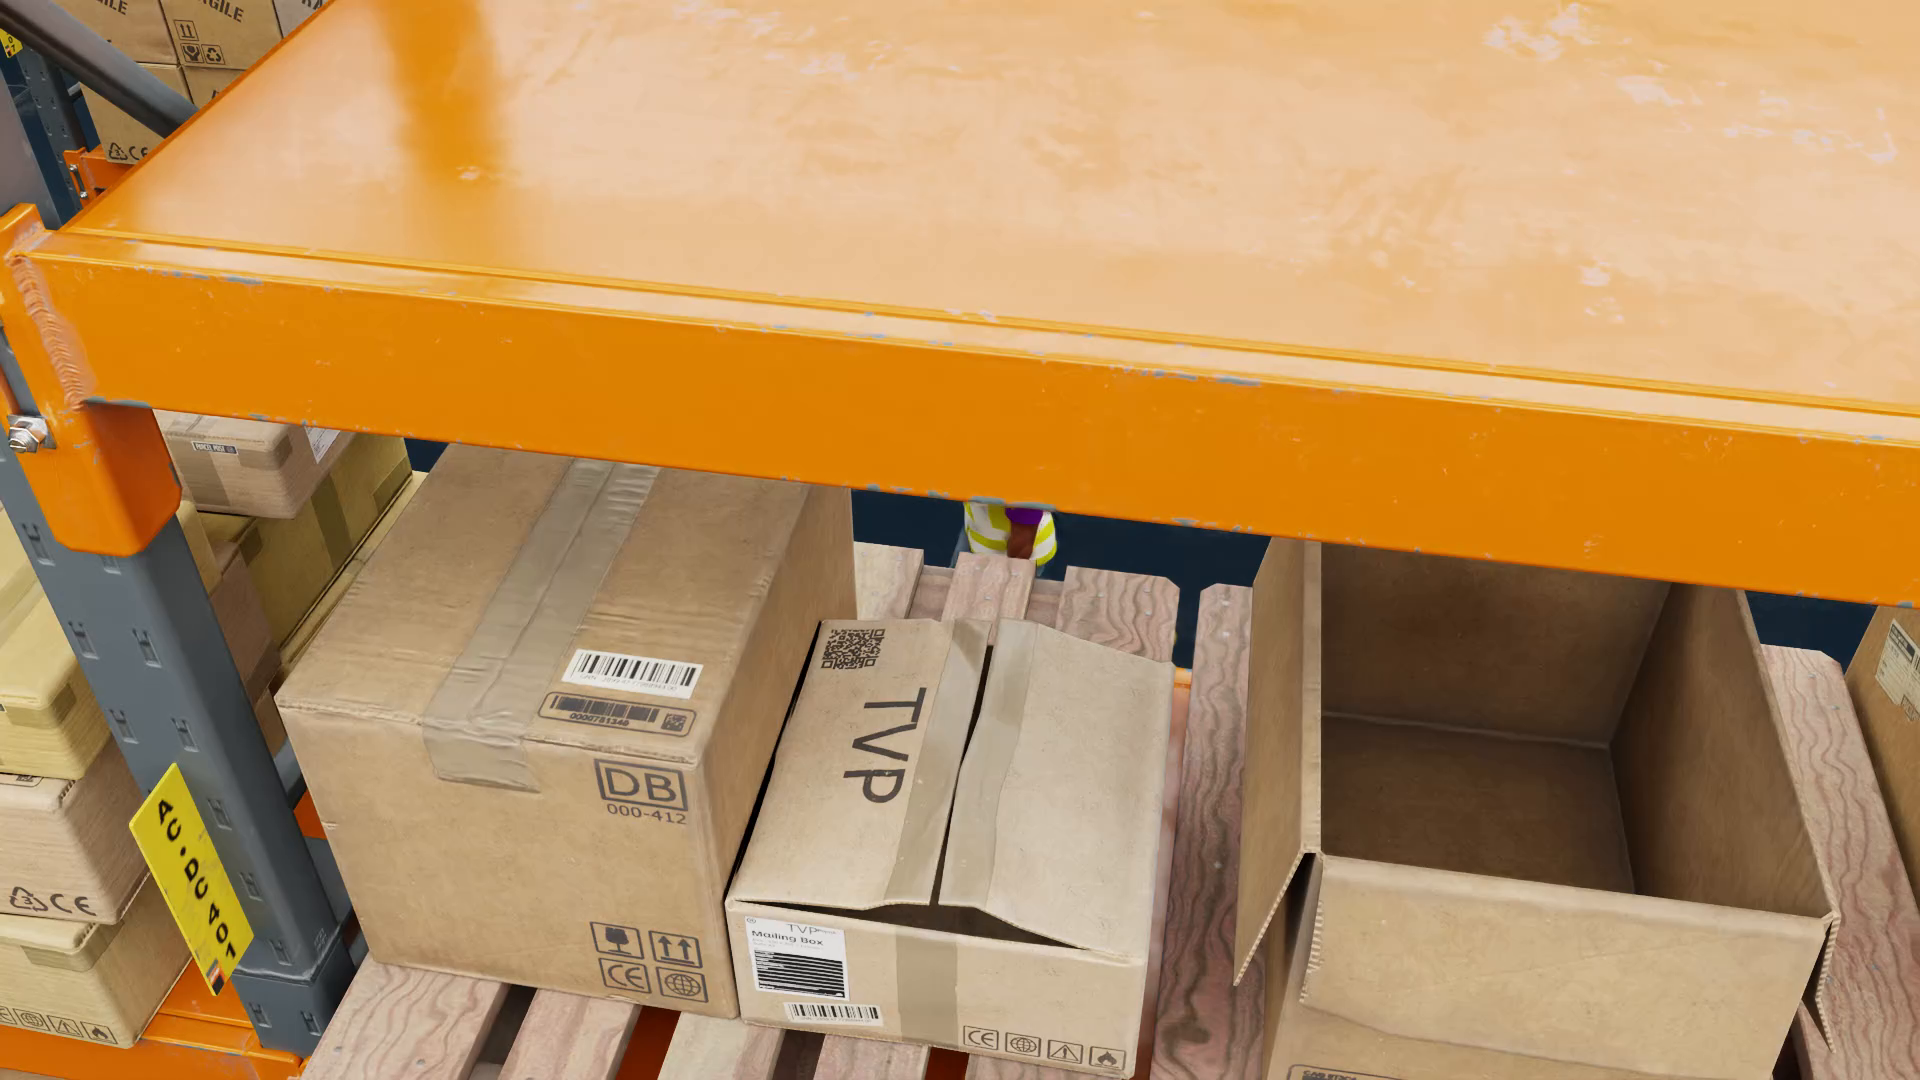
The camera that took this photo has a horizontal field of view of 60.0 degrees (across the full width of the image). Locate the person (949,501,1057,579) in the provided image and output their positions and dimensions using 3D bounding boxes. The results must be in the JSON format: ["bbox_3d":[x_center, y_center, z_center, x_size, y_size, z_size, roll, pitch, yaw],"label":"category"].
[{"bbox_3d":[0.212,-0.018,6.121,0.544,1.758,0.581,-7,41,-8],"label":"person"}]
